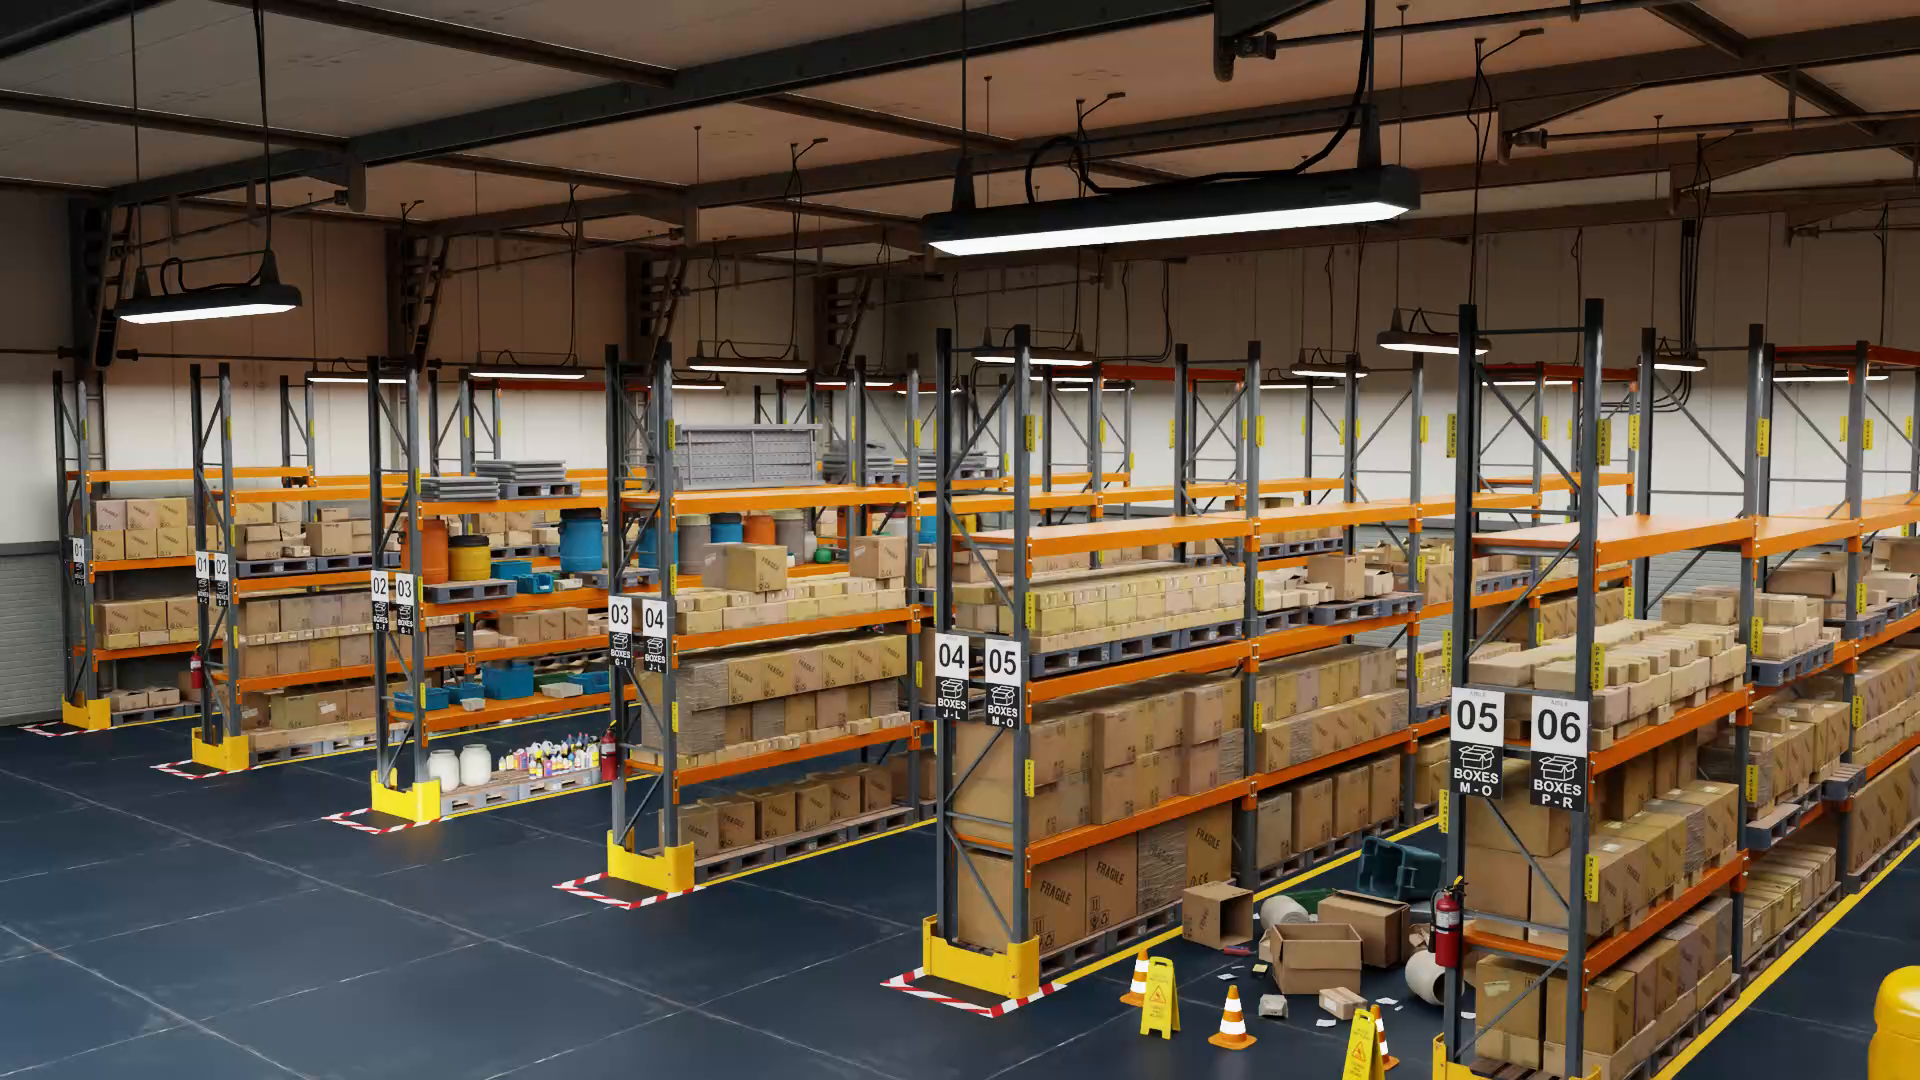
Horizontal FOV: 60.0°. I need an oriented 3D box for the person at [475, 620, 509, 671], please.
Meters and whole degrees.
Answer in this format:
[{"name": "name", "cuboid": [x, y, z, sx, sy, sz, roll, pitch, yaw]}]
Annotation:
[{"name": "person", "cuboid": [-8.569, 2.205, 30.339, 0.694, 1.551, 0.882, 2, 5, 29]}]
